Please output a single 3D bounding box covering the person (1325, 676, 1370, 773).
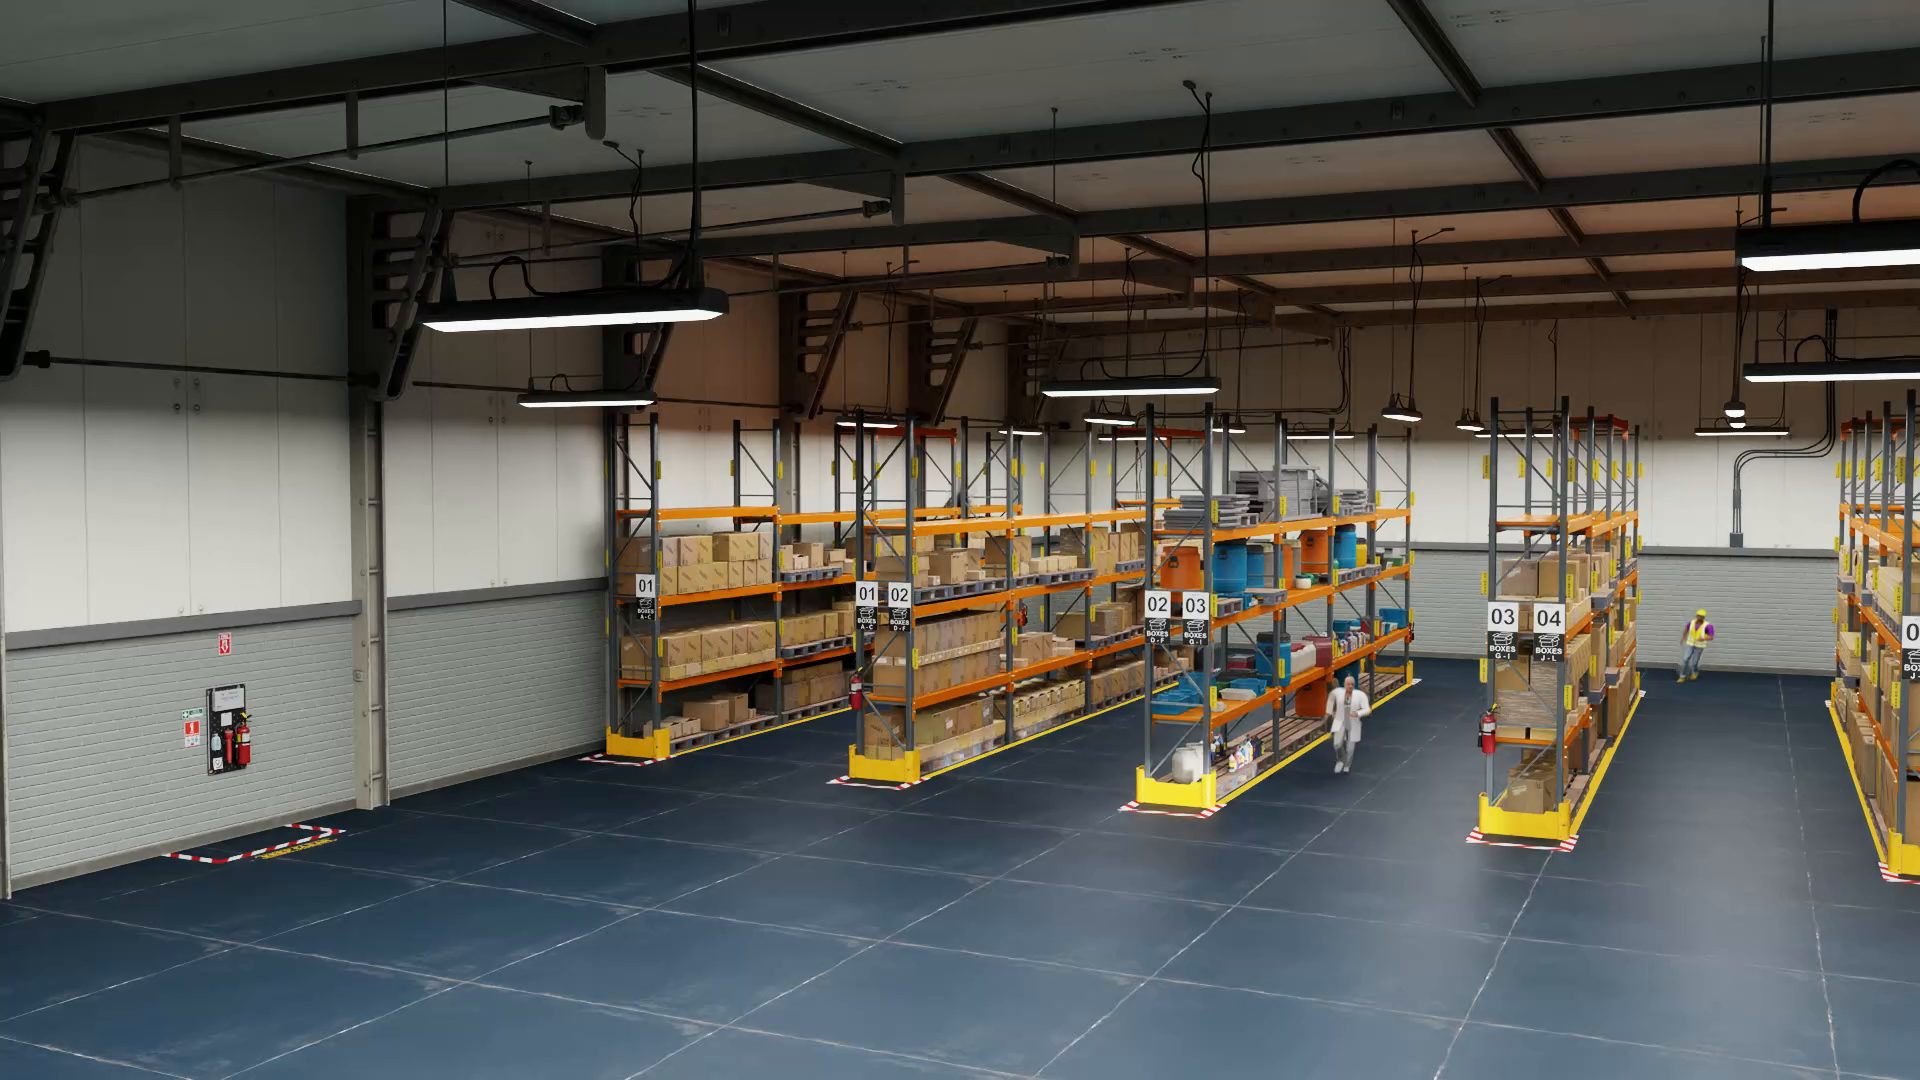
[{"bbox_3d":[6.317,3.018,27.122,0.718,1.647,1.015,1,2,13],"label":"person"}]

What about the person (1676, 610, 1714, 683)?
[{"bbox_3d":[17.259,2.484,38.937,0.744,1.717,0.953,2,3,38],"label":"person"}]

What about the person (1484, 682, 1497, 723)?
[{"bbox_3d":[10.695,2.882,32.946,0.578,1.488,0.911,2,3,42],"label":"person"}]

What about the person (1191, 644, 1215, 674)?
[{"bbox_3d":[5.035,2.737,34.664,0.758,1.604,0.556,2,3,44],"label":"person"}]
